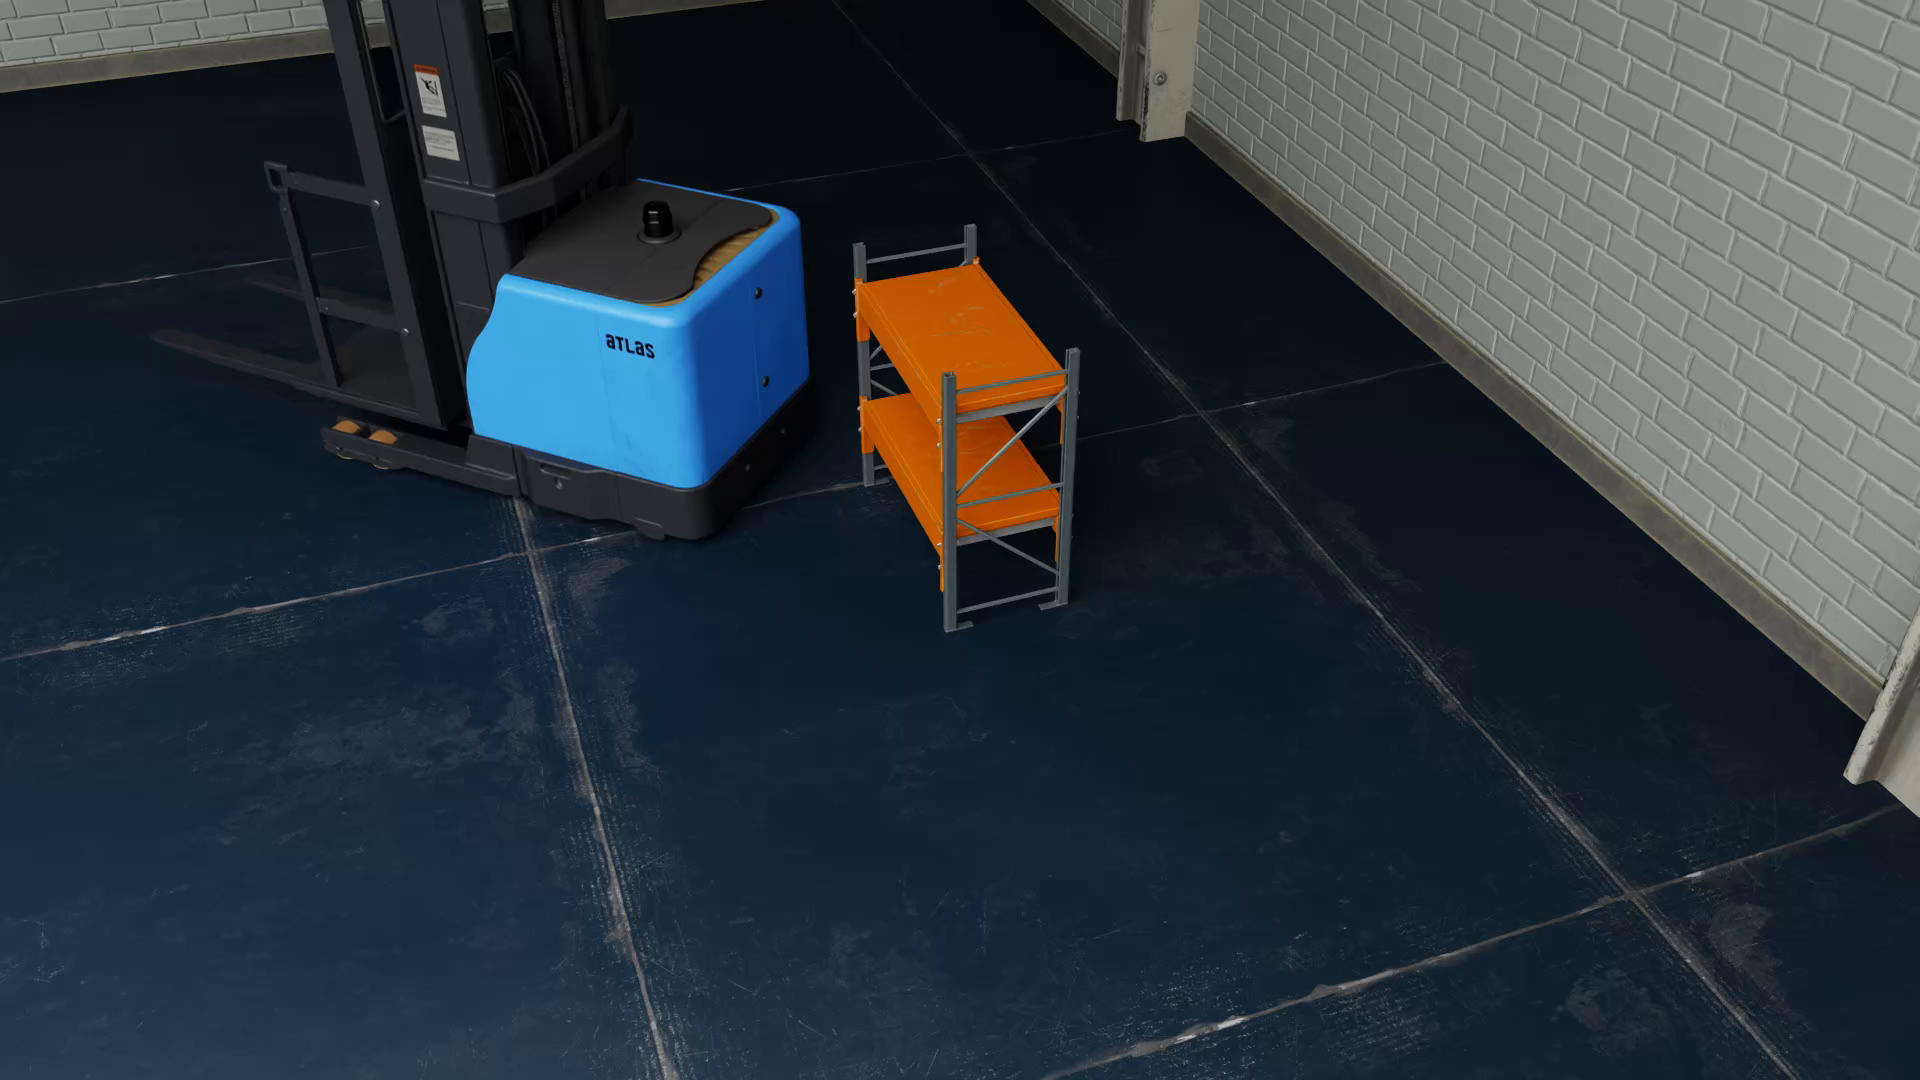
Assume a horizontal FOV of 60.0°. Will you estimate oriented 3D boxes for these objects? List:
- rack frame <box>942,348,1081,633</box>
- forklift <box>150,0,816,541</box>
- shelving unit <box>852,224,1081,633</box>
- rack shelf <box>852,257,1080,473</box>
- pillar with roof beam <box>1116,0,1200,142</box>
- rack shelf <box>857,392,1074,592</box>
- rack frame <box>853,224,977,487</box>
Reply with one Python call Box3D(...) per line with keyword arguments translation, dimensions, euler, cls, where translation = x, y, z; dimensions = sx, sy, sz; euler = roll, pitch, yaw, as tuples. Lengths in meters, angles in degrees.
Box3D(translation=(0.177, -0.158, 6.025), dimensions=(0.500, 1.125, 0.032), euler=(-12, 39, -16), cls="rack frame")
Box3D(translation=(-2.197, -1.748, 6.634), dimensions=(3.031, 2.935, 1.130), euler=(15, 39, 19), cls="forklift")
Box3D(translation=(0.002, -0.445, 6.407), dimensions=(0.538, 1.125, 1.048), euler=(-12, 39, -16), cls="shelving unit")
Box3D(translation=(0.002, -0.679, 6.230), dimensions=(0.538, 0.278, 1.000), euler=(-12, 39, -16), cls="rack shelf")
Box3D(translation=(-2.877, -5.213, 6.191), dimensions=(9.100, 9.000, 0.400), euler=(-12, 39, -16), cls="pillar with roof beam")
Box3D(translation=(0.002, -0.250, 6.554), dimensions=(0.538, 0.278, 1.000), euler=(-12, 39, -16), cls="rack shelf")
Box3D(translation=(-0.173, -0.733, 6.788), dimensions=(0.500, 1.125, 0.032), euler=(-12, 39, -16), cls="rack frame")
